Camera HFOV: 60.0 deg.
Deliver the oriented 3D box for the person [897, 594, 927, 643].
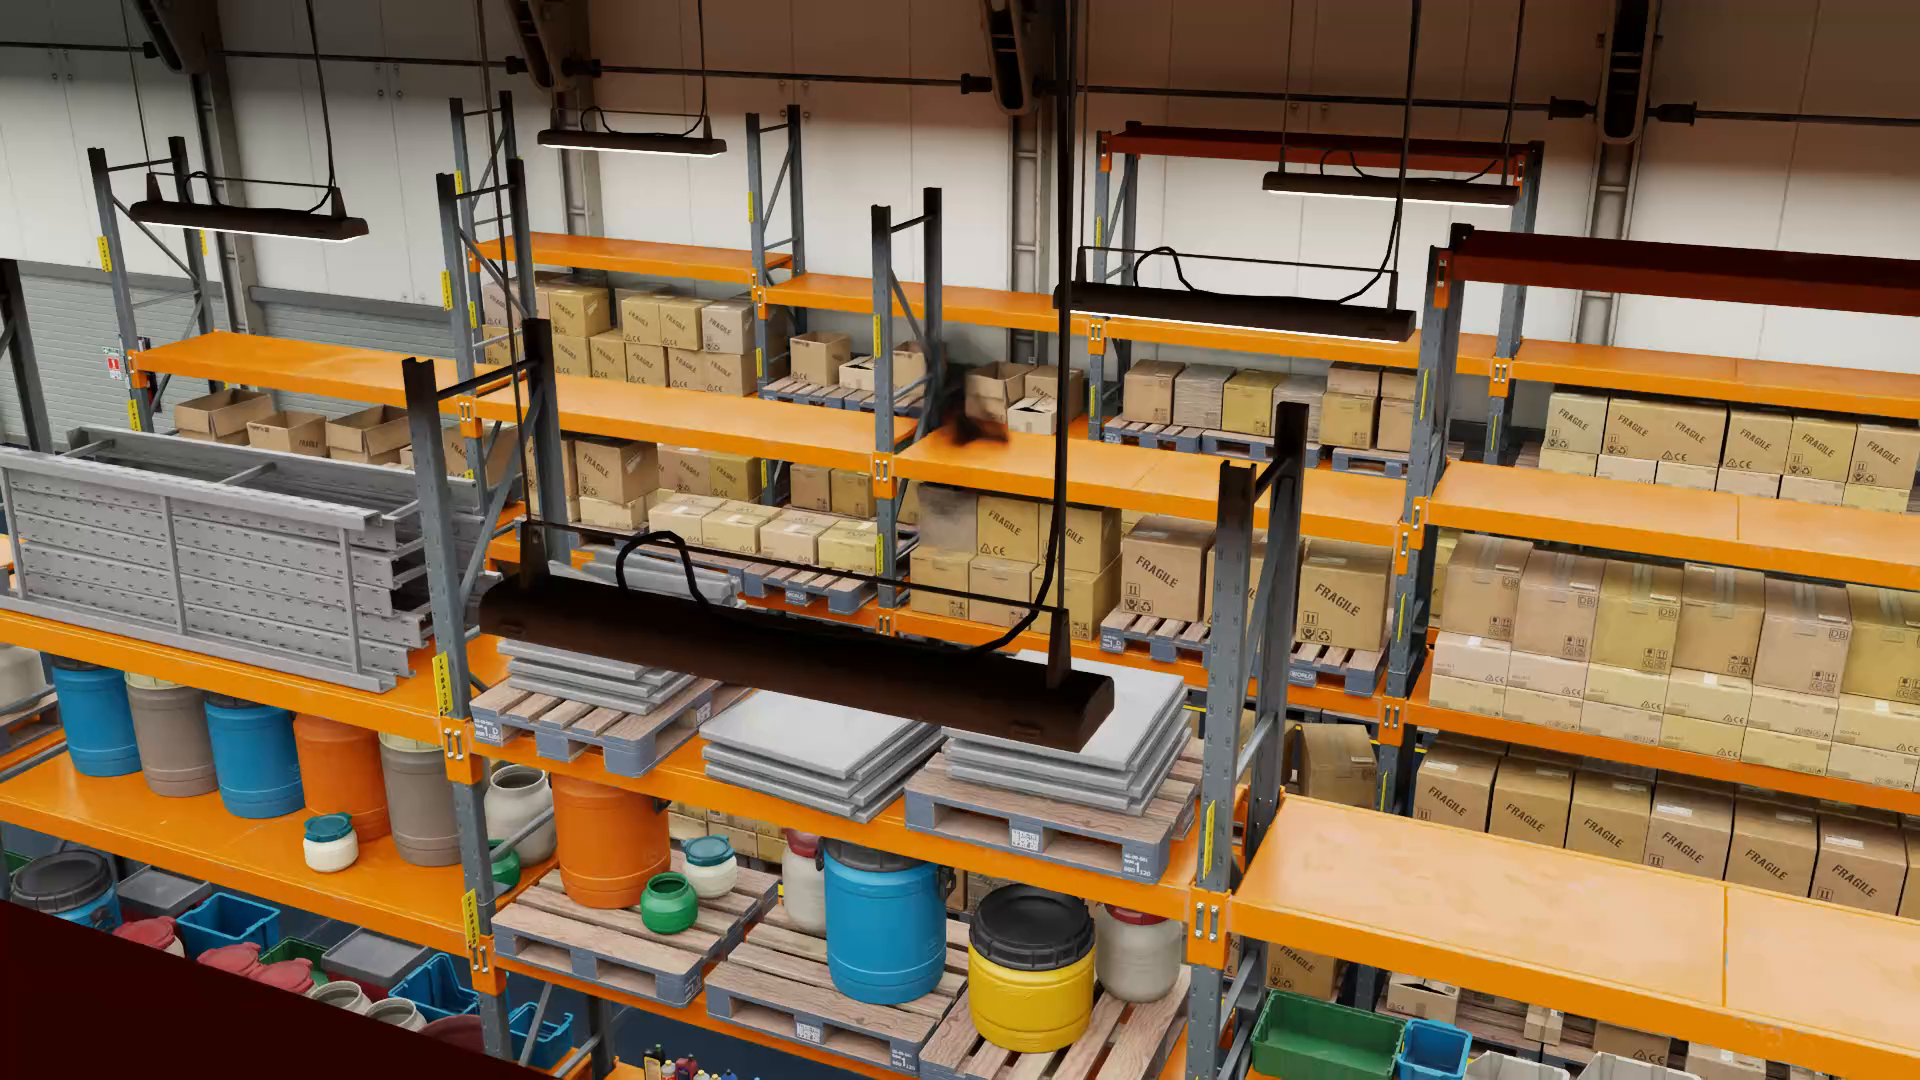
[{"bbox_3d":[-0.532,1.280,16.168,0.868,1.686,0.614,10,23,25],"label":"person"}]
